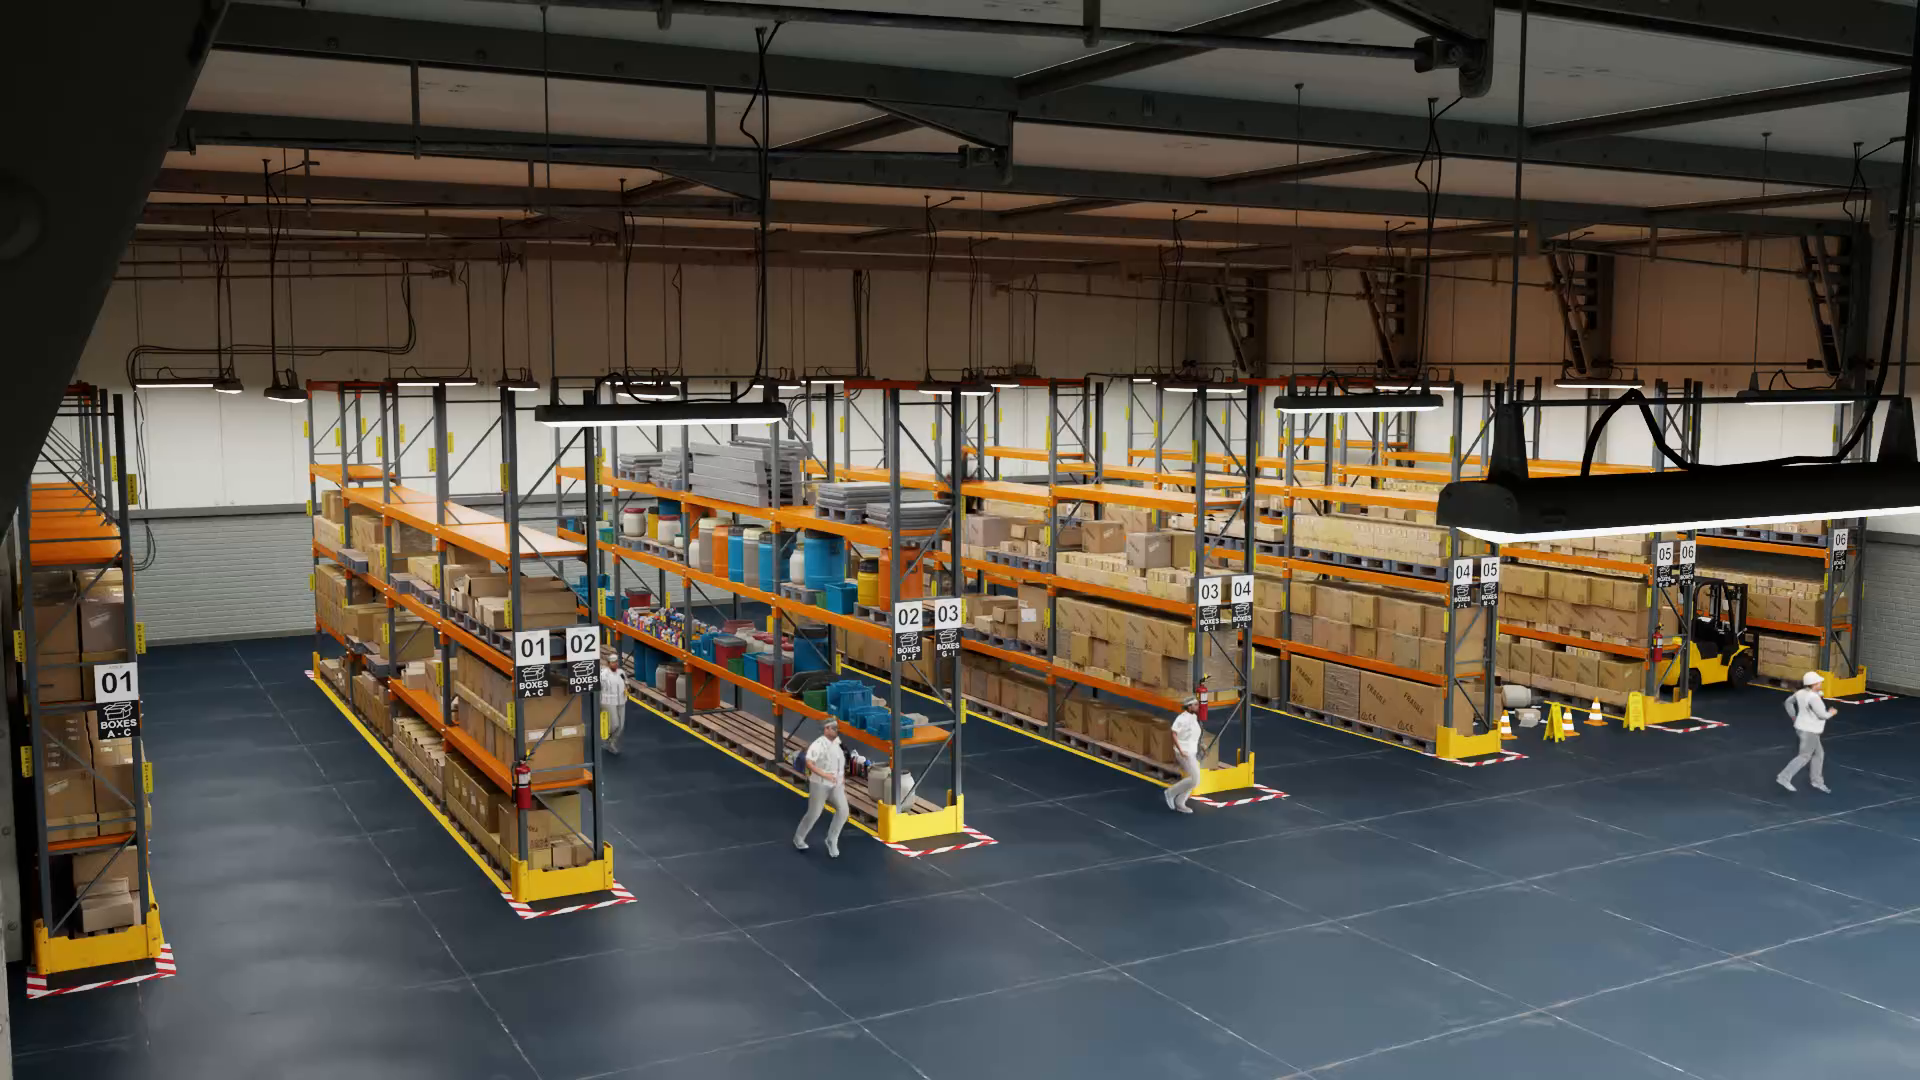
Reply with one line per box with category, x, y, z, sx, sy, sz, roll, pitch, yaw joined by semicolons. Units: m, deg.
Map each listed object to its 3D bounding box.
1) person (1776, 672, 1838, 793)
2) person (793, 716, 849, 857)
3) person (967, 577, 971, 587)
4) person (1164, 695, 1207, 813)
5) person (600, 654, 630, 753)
person;12.458;2.840;24.454;0.828;1.825;0.671;1;6;7
person;-1.740;3.185;21.617;0.698;1.809;0.733;5;8;42
person;0.014;1.016;42.267;0.519;1.649;0.891;0;6;-1
person;3.224;3.013;23.587;0.524;1.639;0.633;3;7;25
person;-5.584;2.660;26.888;0.593;1.626;0.574;-5;8;-42
